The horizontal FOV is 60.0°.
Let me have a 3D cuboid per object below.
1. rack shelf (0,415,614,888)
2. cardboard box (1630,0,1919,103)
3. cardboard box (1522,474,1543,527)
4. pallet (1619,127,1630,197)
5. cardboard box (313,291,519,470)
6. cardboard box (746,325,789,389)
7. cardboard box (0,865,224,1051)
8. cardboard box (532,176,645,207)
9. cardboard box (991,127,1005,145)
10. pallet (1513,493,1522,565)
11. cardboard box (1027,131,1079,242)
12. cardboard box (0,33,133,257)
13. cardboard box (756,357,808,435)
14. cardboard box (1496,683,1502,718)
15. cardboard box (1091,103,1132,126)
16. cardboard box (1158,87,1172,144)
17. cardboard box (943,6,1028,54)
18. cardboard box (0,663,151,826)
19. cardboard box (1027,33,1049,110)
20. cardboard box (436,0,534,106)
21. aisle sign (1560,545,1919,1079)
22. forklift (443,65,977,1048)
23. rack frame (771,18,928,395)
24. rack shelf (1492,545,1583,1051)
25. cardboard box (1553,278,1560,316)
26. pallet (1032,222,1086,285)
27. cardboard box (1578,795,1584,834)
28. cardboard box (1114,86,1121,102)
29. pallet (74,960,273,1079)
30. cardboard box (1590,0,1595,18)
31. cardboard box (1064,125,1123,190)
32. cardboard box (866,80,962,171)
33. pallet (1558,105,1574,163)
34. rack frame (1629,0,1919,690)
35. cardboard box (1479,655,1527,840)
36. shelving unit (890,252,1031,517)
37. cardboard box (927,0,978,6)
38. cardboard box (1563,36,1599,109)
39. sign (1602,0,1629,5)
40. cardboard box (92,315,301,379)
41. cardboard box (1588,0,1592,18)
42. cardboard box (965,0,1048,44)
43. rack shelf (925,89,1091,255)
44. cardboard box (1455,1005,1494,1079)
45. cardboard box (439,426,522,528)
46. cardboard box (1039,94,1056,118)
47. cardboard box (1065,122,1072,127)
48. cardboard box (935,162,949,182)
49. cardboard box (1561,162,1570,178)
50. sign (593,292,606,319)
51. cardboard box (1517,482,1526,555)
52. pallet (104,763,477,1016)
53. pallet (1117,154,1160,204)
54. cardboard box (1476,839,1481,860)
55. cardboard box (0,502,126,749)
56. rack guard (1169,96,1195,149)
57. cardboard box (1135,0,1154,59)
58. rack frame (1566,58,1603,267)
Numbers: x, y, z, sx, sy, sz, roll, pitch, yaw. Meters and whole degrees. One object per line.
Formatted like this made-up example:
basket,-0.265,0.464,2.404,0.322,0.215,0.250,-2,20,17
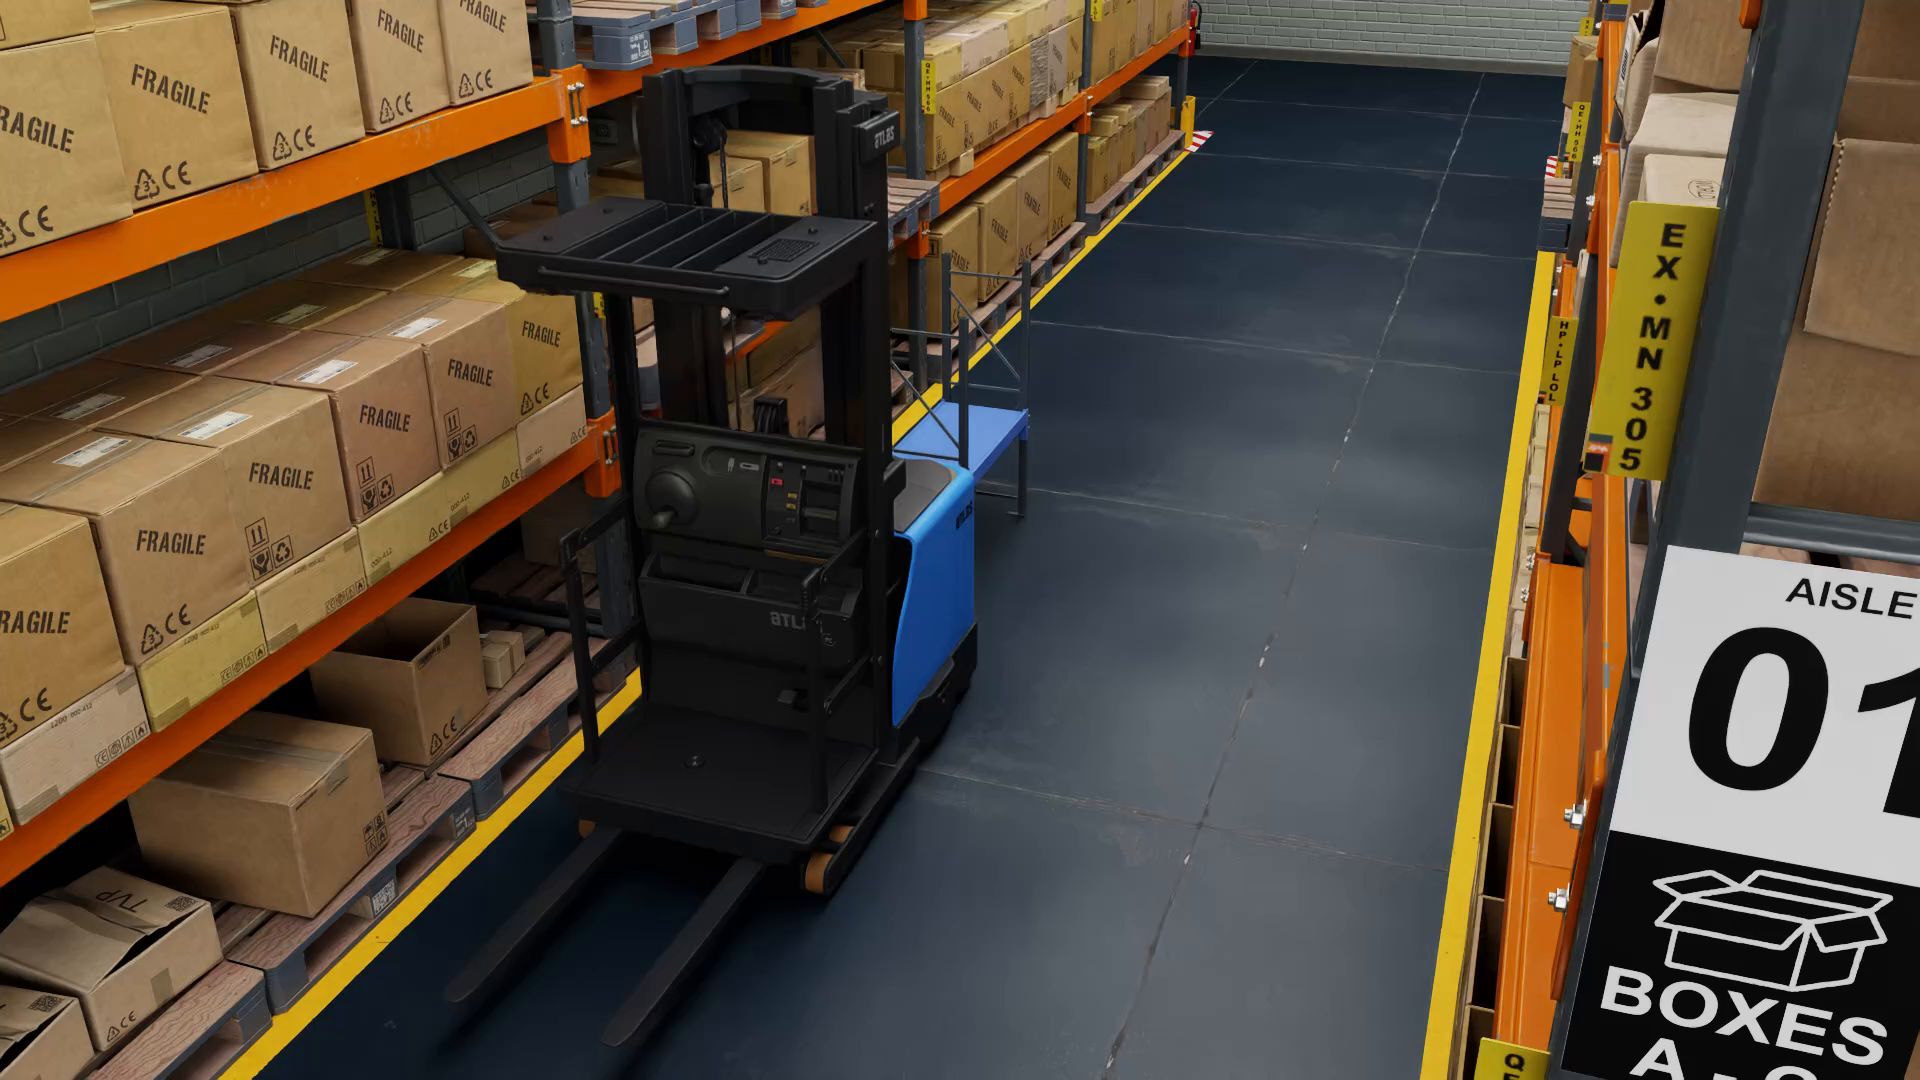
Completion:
rack shelf,-2.710,0.360,5.890,1.077,0.370,4.000,9,27,17
cardboard box,1.961,-1.059,3.792,0.797,0.503,0.637,12,28,23
cardboard box,2.998,-0.106,8.057,0.500,0.311,0.500,8,27,17
pallet,2.368,-1.025,4.584,1.003,0.211,1.213,9,27,17
cardboard box,-2.071,-0.619,6.376,0.500,0.500,0.500,9,27,17
cardboard box,-1.319,-1.099,9.581,0.500,0.250,0.500,9,27,17
cardboard box,-2.871,1.365,5.570,0.500,0.311,0.500,11,28,22
cardboard box,-1.650,-1.461,8.207,0.700,0.500,0.500,12,28,23
cardboard box,0.115,-3.059,12.391,0.380,0.149,0.250,9,27,18
pallet,3.648,-0.125,9.265,1.003,0.211,1.213,9,27,17
cardboard box,0.524,-3.009,14.007,0.750,0.750,0.750,9,27,18
cardboard box,-2.647,-1.076,4.451,0.500,0.500,0.500,10,28,20
cardboard box,-1.324,-0.796,9.815,0.700,0.500,0.500,9,27,17
cardboard box,2.493,0.767,6.896,0.500,0.250,0.500,8,27,17
cardboard box,1.423,-4.050,15.815,0.380,0.149,0.250,8,27,16
cardboard box,1.810,-4.479,17.445,0.700,0.500,0.500,9,27,17
cardboard box,0.185,-3.742,12.196,0.500,0.250,0.500,8,27,16
cardboard box,-2.755,0.547,4.828,0.500,0.250,0.500,8,27,16
cardboard box,0.366,-3.618,12.802,0.500,0.500,0.500,9,27,18
cardboard box,-1.981,-1.945,6.246,0.500,0.500,0.500,10,27,19
aisle sign,0.998,0.389,2.020,0.394,0.787,0.004,9,27,17
forklift,-0.902,-0.153,6.203,1.130,2.935,3.031,9,27,18
rack frame,-0.714,-2.429,10.825,1.000,3.000,0.127,9,27,17
rack shelf,1.962,1.077,4.409,1.077,0.370,4.000,9,27,17
cardboard box,4.221,-1.416,11.097,0.500,0.500,0.500,8,27,16
pallet,0.432,-2.490,14.151,1.003,0.211,1.213,9,27,17
cardboard box,1.977,0.704,4.240,0.700,0.500,0.500,10,27,19
cardboard box,1.411,-4.540,16.827,0.380,0.149,0.250,9,27,18
pallet,-3.047,1.753,5.386,1.003,0.211,1.213,9,27,17
cardboard box,5.382,-4.308,13.443,0.500,0.500,0.500,8,27,16
cardboard box,1.133,-3.635,15.703,0.700,0.500,0.500,8,27,17
cardboard box,-0.311,-2.780,11.070,0.500,0.500,0.500,10,27,19
pallet,4.921,-2.957,12.136,1.003,0.211,1.213,9,27,17
rack frame,1.297,-1.125,1.247,1.000,3.000,0.127,9,27,17
cardboard box,2.178,0.788,5.994,0.500,0.500,0.500,9,27,17
shelving unit,-0.028,-0.640,8.851,0.538,1.500,1.048,9,27,17
cardboard box,-0.111,-4.025,12.781,0.500,0.250,0.500,8,27,16
cardboard box,4.921,-3.428,12.291,0.700,0.500,0.500,0,26,0
sign,2.113,-1.868,5.269,0.100,0.325,0.005,9,27,17
cardboard box,-2.745,-0.486,6.100,0.500,0.500,0.500,10,27,19
cardboard box,6.058,-4.688,15.376,0.500,0.500,0.500,8,27,17
cardboard box,0.354,-3.951,12.629,0.500,0.250,0.500,9,27,18
rack shelf,-0.048,-2.927,12.680,1.077,0.370,4.000,9,27,17
cardboard box,1.514,1.610,4.296,0.500,0.500,0.500,9,27,17
cardboard box,-2.090,-0.285,6.545,0.500,0.250,0.500,9,27,18
cardboard box,0.549,-3.465,13.229,0.380,0.149,0.250,9,27,17
cardboard box,0.988,-4.016,15.744,0.380,0.149,0.250,8,27,16
cardboard box,-0.294,-2.529,11.297,0.380,0.149,0.250,9,27,18
cardboard box,5.840,-3.367,15.413,0.500,0.250,0.500,9,27,17
sign,-1.530,-1.100,7.086,0.100,0.325,0.005,9,27,17
cardboard box,3.174,-0.070,8.626,0.500,0.250,0.500,8,27,16
pallet,-2.639,1.254,6.418,1.003,0.211,1.213,9,27,17
pallet,1.349,-3.622,16.489,1.003,0.211,1.213,9,27,17
cardboard box,2.188,1.126,6.155,0.500,0.250,0.500,9,27,17
cardboard box,-2.760,0.225,4.632,0.500,0.500,0.500,9,27,18
rack guard,1.957,-4.602,18.180,1.175,0.500,0.348,9,27,17
cardboard box,1.294,-5.028,15.849,0.980,0.700,0.700,7,27,15
rack frame,3.959,-1.712,9.345,1.000,3.000,0.127,9,27,17
